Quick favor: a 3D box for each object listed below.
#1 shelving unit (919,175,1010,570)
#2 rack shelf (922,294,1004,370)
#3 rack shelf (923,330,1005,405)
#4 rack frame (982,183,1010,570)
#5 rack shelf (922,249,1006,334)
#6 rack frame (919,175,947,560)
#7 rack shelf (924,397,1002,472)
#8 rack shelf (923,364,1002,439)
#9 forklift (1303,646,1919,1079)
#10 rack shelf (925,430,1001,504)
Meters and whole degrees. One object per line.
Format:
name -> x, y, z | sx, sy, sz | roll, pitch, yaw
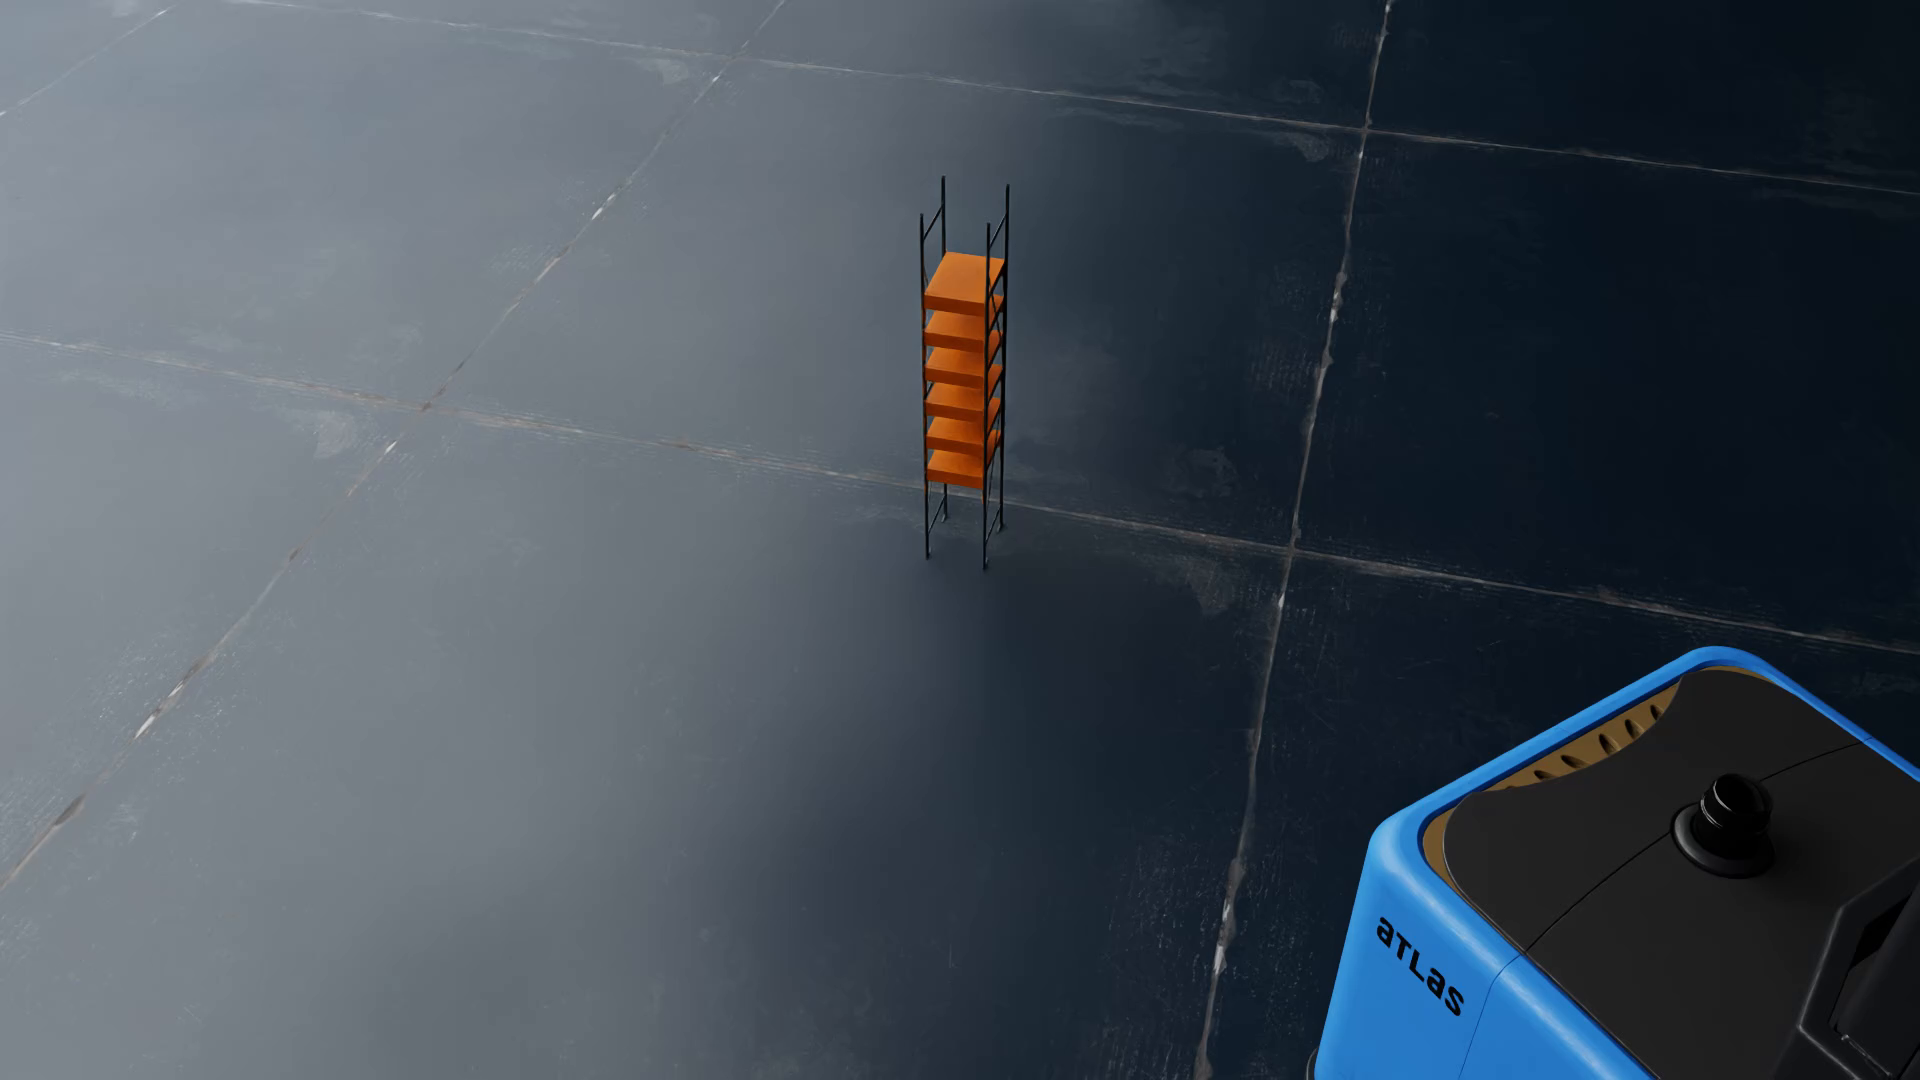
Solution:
shelving unit -> 0.014, -0.457, 4.861 | 0.189, 1.200, 0.258 | 10, 41, 11
rack shelf -> 0.014, -0.607, 4.736 | 0.180, 0.103, 0.258 | 10, 41, 11
rack shelf -> 0.014, -0.515, 4.813 | 0.180, 0.103, 0.258 | 10, 41, 11
rack frame -> 0.102, -0.442, 4.843 | 0.006, 1.200, 0.240 | 10, 41, 11
rack shelf -> 0.014, -0.699, 4.658 | 0.180, 0.103, 0.258 | 10, 41, 11
rack frame -> -0.074, -0.472, 4.879 | 0.006, 1.200, 0.240 | 10, 41, 11
rack shelf -> 0.014, -0.331, 4.967 | 0.180, 0.103, 0.258 | 10, 41, 11
rack shelf -> 0.014, -0.423, 4.890 | 0.180, 0.103, 0.258 | 10, 41, 11
forklift -> 1.923, 0.858, 1.949 | 1.130, 2.935, 3.031 | -22, 45, -24
rack shelf -> 0.014, -0.239, 5.044 | 0.180, 0.103, 0.258 | 10, 41, 11
